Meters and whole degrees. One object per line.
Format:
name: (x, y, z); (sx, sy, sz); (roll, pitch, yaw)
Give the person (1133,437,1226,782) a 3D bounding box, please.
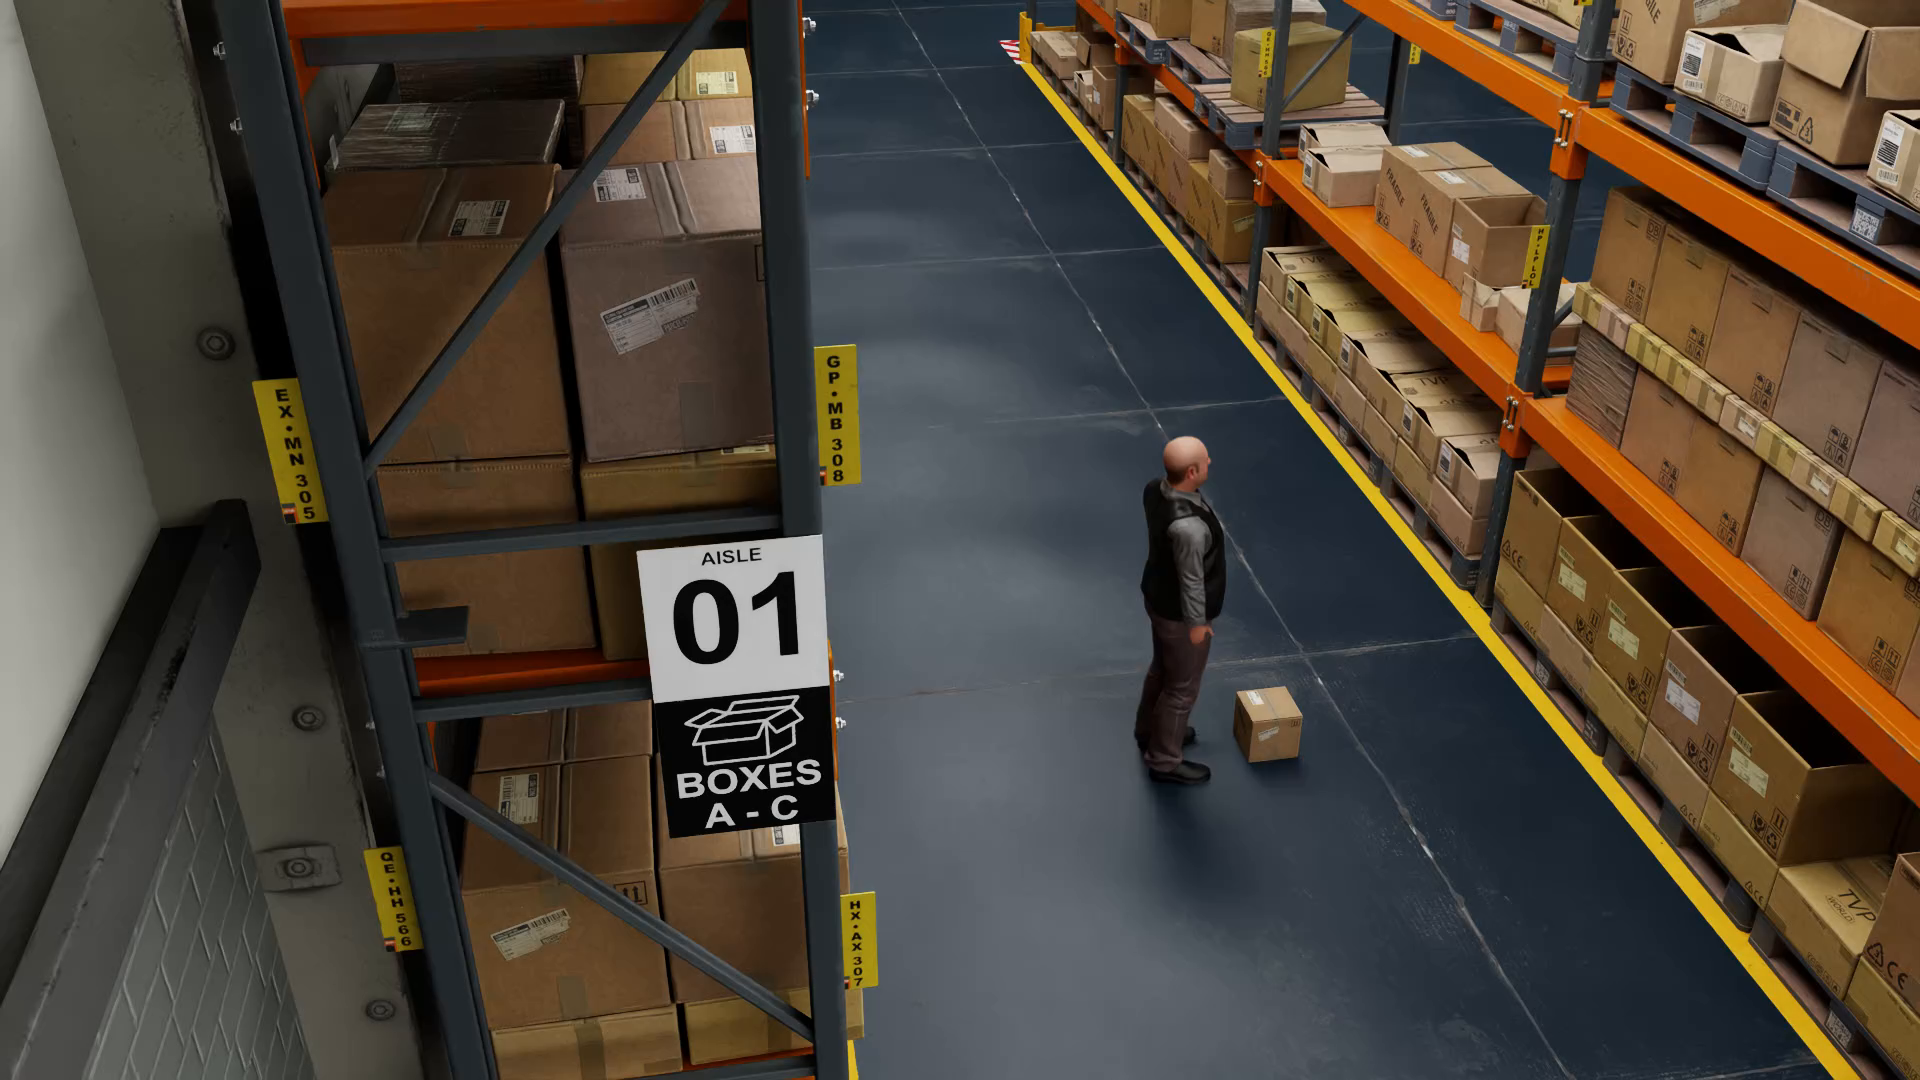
person: (1.014, 0.302, 7.659); (0.360, 1.719, 0.533); (-5, 31, -8)
